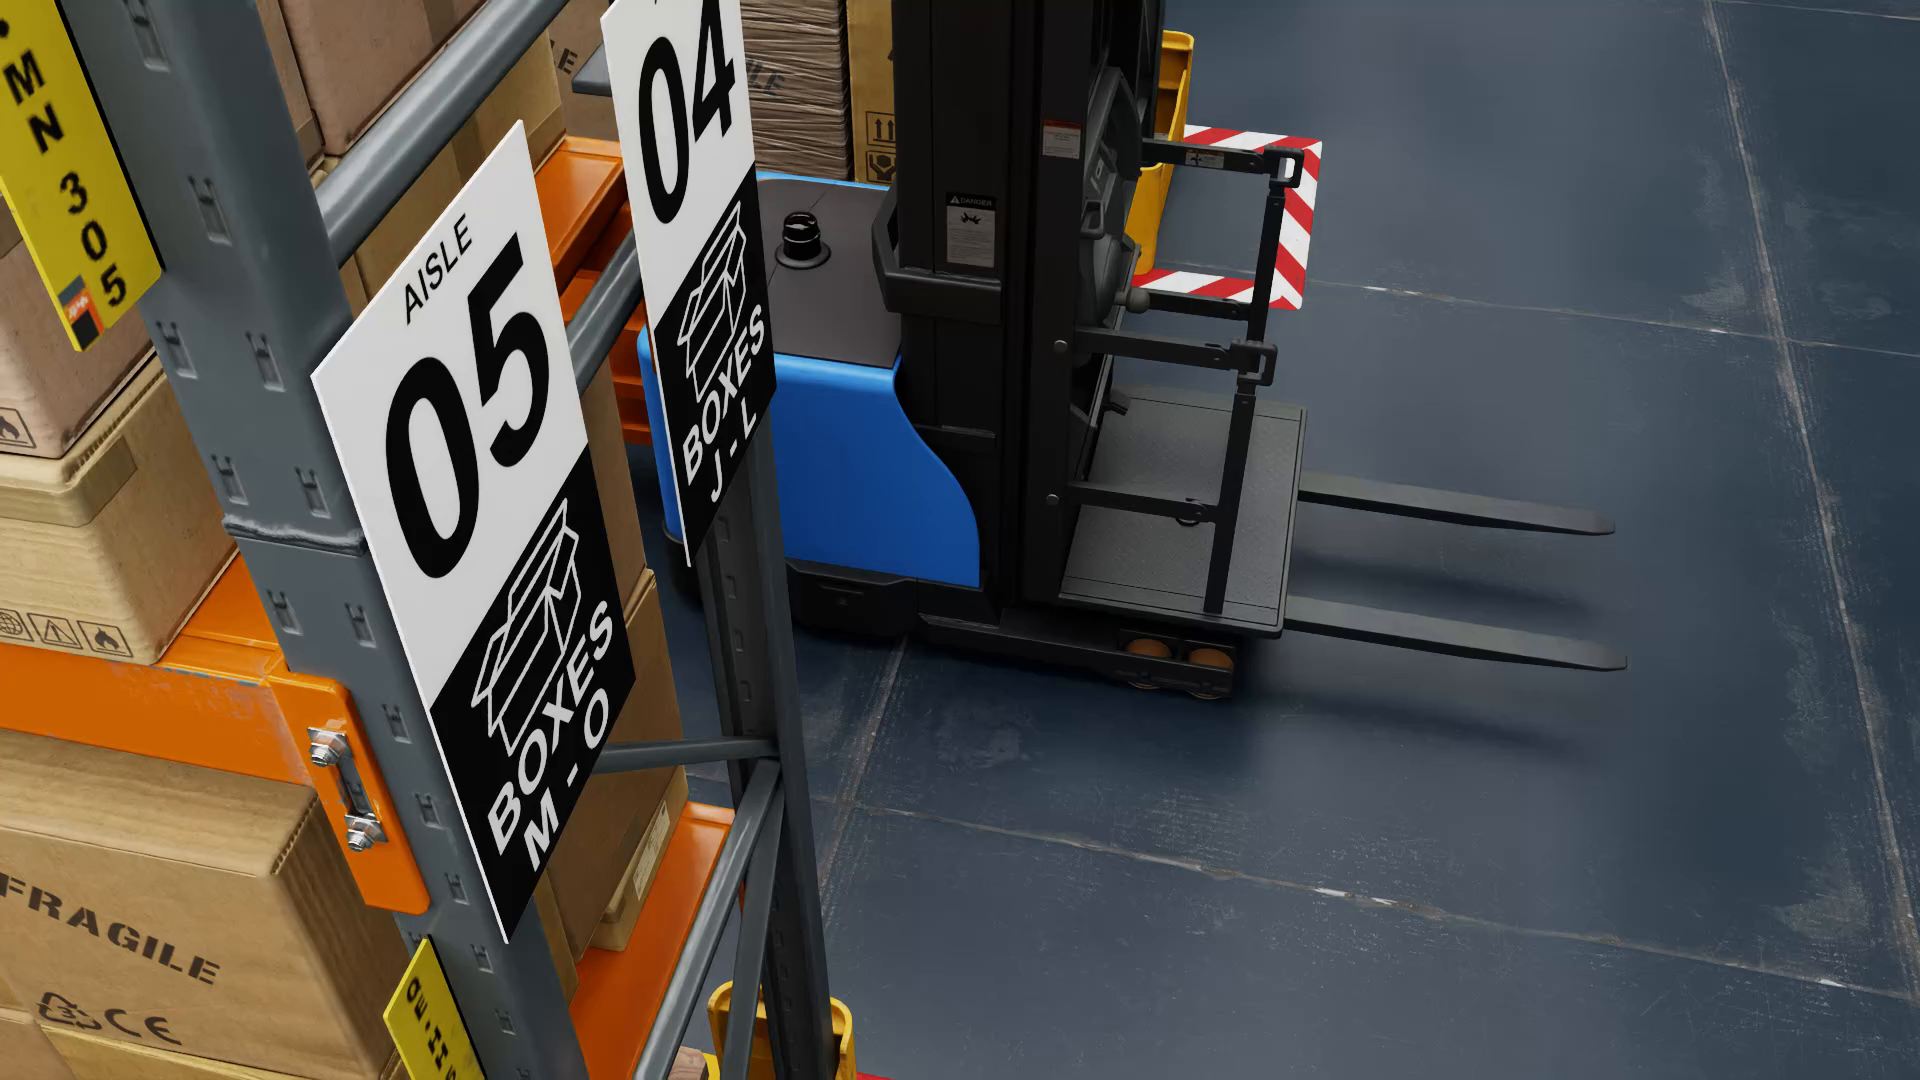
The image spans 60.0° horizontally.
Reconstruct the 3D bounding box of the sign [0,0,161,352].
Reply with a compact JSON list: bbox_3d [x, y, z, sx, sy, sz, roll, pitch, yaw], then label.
[{"bbox_3d":[-0.600,-0.280,1.076,0.005,0.325,0.100,9,45,9],"label":"sign"}]

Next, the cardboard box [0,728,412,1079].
[{"bbox_3d":[-0.960,0.343,2.223,0.500,0.500,0.500,8,44,8],"label":"cardboard box"}]

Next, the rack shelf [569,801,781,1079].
[{"bbox_3d":[-2.411,0.704,3.374,4.000,0.370,1.077,9,45,9],"label":"rack shelf"}]

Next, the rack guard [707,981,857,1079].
[{"bbox_3d":[-0.533,1.637,3.689,0.348,0.500,1.175,9,45,9],"label":"rack guard"}]

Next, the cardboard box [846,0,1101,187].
[{"bbox_3d":[0.081,-2.022,6.917,0.875,0.875,0.875,9,45,9],"label":"cardboard box"}]

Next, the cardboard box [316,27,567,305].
[{"bbox_3d":[-0.841,-0.520,2.072,0.500,0.250,0.500,10,45,11],"label":"cardboard box"}]

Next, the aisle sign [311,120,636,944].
[{"bbox_3d":[-0.453,0.025,1.686,0.004,0.787,0.394,9,45,9],"label":"aisle sign"}]

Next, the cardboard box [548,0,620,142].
[{"bbox_3d":[-1.676,-2.295,7.201,0.875,0.875,0.875,9,45,9],"label":"cardboard box"}]

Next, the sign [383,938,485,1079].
[{"bbox_3d":[-0.600,0.589,1.912,0.005,0.325,0.100,9,45,9],"label":"sign"}]

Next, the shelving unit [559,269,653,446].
[{"bbox_3d":[-1.129,-0.606,5.515,0.503,1.200,0.258,9,45,9],"label":"shelving unit"}]

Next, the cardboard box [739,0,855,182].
[{"bbox_3d":[-0.807,-2.160,7.061,0.875,0.875,0.875,9,45,9],"label":"cardboard box"}]

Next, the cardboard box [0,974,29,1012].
[{"bbox_3d":[-1.454,0.266,2.303,0.500,0.500,0.500,7,44,8],"label":"cardboard box"}]

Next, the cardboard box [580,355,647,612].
[{"bbox_3d":[-0.839,-0.004,2.583,0.500,0.500,0.500,9,45,9],"label":"cardboard box"}]

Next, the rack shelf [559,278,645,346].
[{"bbox_3d":[-1.129,-0.719,5.406,0.480,0.148,0.258,9,45,9],"label":"rack shelf"}]

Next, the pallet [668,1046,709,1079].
[{"bbox_3d":[-1.318,1.594,3.942,1.213,0.211,1.003,9,45,9],"label":"pallet"}]

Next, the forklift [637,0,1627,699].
[{"bbox_3d":[0.611,-0.962,4.636,3.031,2.935,1.130,9,45,9],"label":"forklift"}]

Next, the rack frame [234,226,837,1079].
[{"bbox_3d":[-0.459,0.748,2.810,0.127,3.000,1.000,9,45,9],"label":"rack frame"}]

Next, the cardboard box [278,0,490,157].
[{"bbox_3d":[-0.840,-0.703,1.902,0.500,0.250,0.500,9,45,10],"label":"cardboard box"}]

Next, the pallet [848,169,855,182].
[{"bbox_3d":[-0.075,-1.657,7.320,1.213,0.211,1.003,9,45,9],"label":"pallet"}]

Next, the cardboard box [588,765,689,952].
[{"bbox_3d":[-0.704,0.567,3.179,0.250,0.149,0.380,8,45,9],"label":"cardboard box"}]

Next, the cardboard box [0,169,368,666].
[{"bbox_3d":[-0.961,-0.169,1.708,0.500,0.250,0.500,8,44,8],"label":"cardboard box"}]

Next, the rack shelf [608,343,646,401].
[{"bbox_3d":[-1.129,-0.558,5.561,0.480,0.148,0.258,9,45,9],"label":"rack shelf"}]

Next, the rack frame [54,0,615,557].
[{"bbox_3d":[-0.459,-1.414,0.730,0.127,3.000,1.000,9,45,9],"label":"rack frame"}]

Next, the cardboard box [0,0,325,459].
[{"bbox_3d":[-0.964,-0.357,1.542,0.500,0.250,0.500,8,44,8],"label":"cardboard box"}]

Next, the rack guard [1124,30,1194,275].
[{"bbox_3d":[0.746,-1.690,7.145,0.348,0.500,1.175,9,45,9],"label":"rack guard"}]

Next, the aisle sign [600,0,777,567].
[{"bbox_3d":[-0.322,-0.381,2.108,0.004,0.787,0.394,9,45,9],"label":"aisle sign"}]

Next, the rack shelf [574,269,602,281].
[{"bbox_3d":[-1.129,-0.889,5.242,0.480,0.148,0.258,9,45,9],"label":"rack shelf"}]

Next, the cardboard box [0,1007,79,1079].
[{"bbox_3d":[-1.455,0.629,2.647,0.500,0.500,0.500,8,45,8],"label":"cardboard box"}]

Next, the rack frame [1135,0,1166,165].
[{"bbox_3d":[0.723,-2.594,6.282,0.127,3.000,1.000,9,45,9],"label":"rack frame"}]

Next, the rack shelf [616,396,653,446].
[{"bbox_3d":[-1.129,-0.415,5.699,0.480,0.148,0.258,9,45,9],"label":"rack shelf"}]

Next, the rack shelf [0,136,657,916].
[{"bbox_3d":[-2.411,-0.377,2.334,4.000,0.370,1.077,9,45,9],"label":"rack shelf"}]

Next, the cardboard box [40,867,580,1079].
[{"bbox_3d":[-0.954,0.710,2.562,0.500,0.500,0.500,10,45,10],"label":"cardboard box"}]

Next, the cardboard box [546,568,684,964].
[{"bbox_3d":[-0.837,0.349,2.937,0.500,0.500,0.500,11,45,11],"label":"cardboard box"}]
